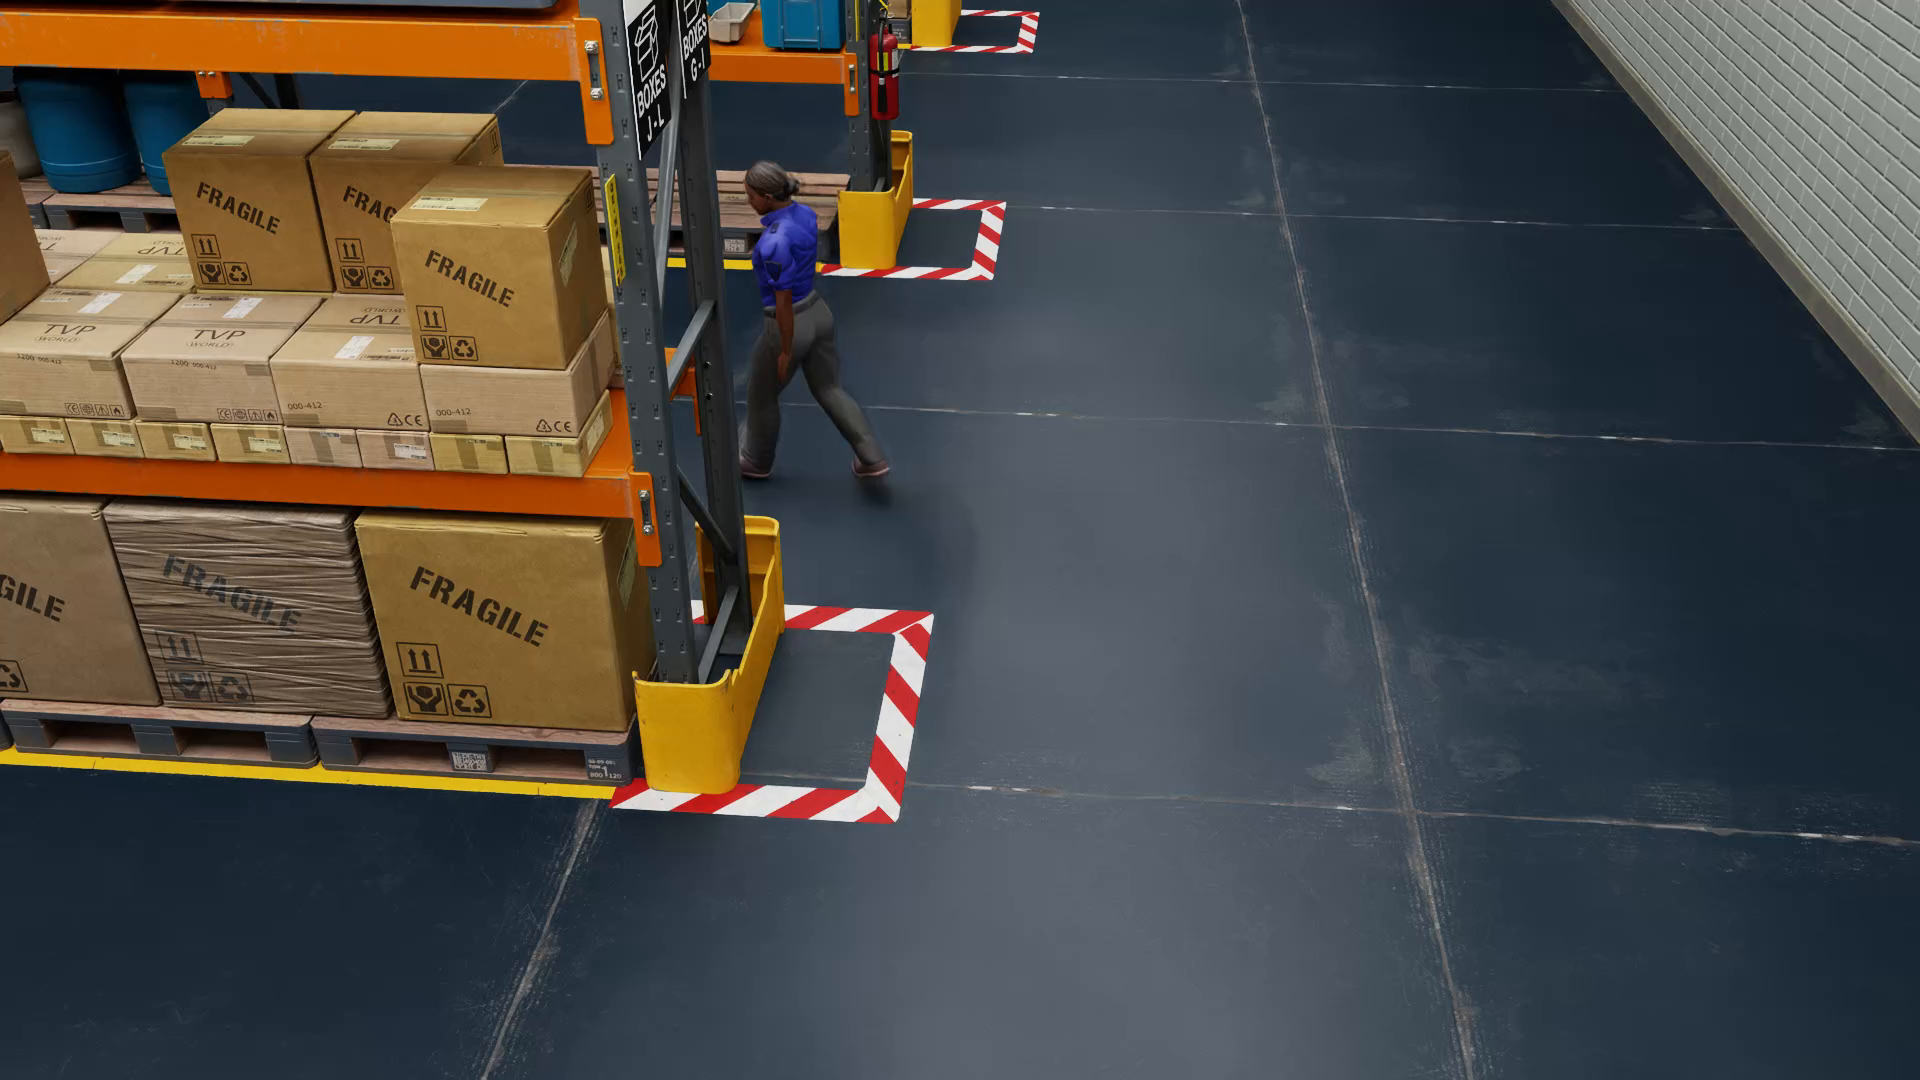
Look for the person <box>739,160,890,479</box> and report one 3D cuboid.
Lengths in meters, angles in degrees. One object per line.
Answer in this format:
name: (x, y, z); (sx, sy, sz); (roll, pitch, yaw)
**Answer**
person: (-0.757, -0.986, 7.699); (0.902, 1.617, 0.481); (15, 35, 22)
